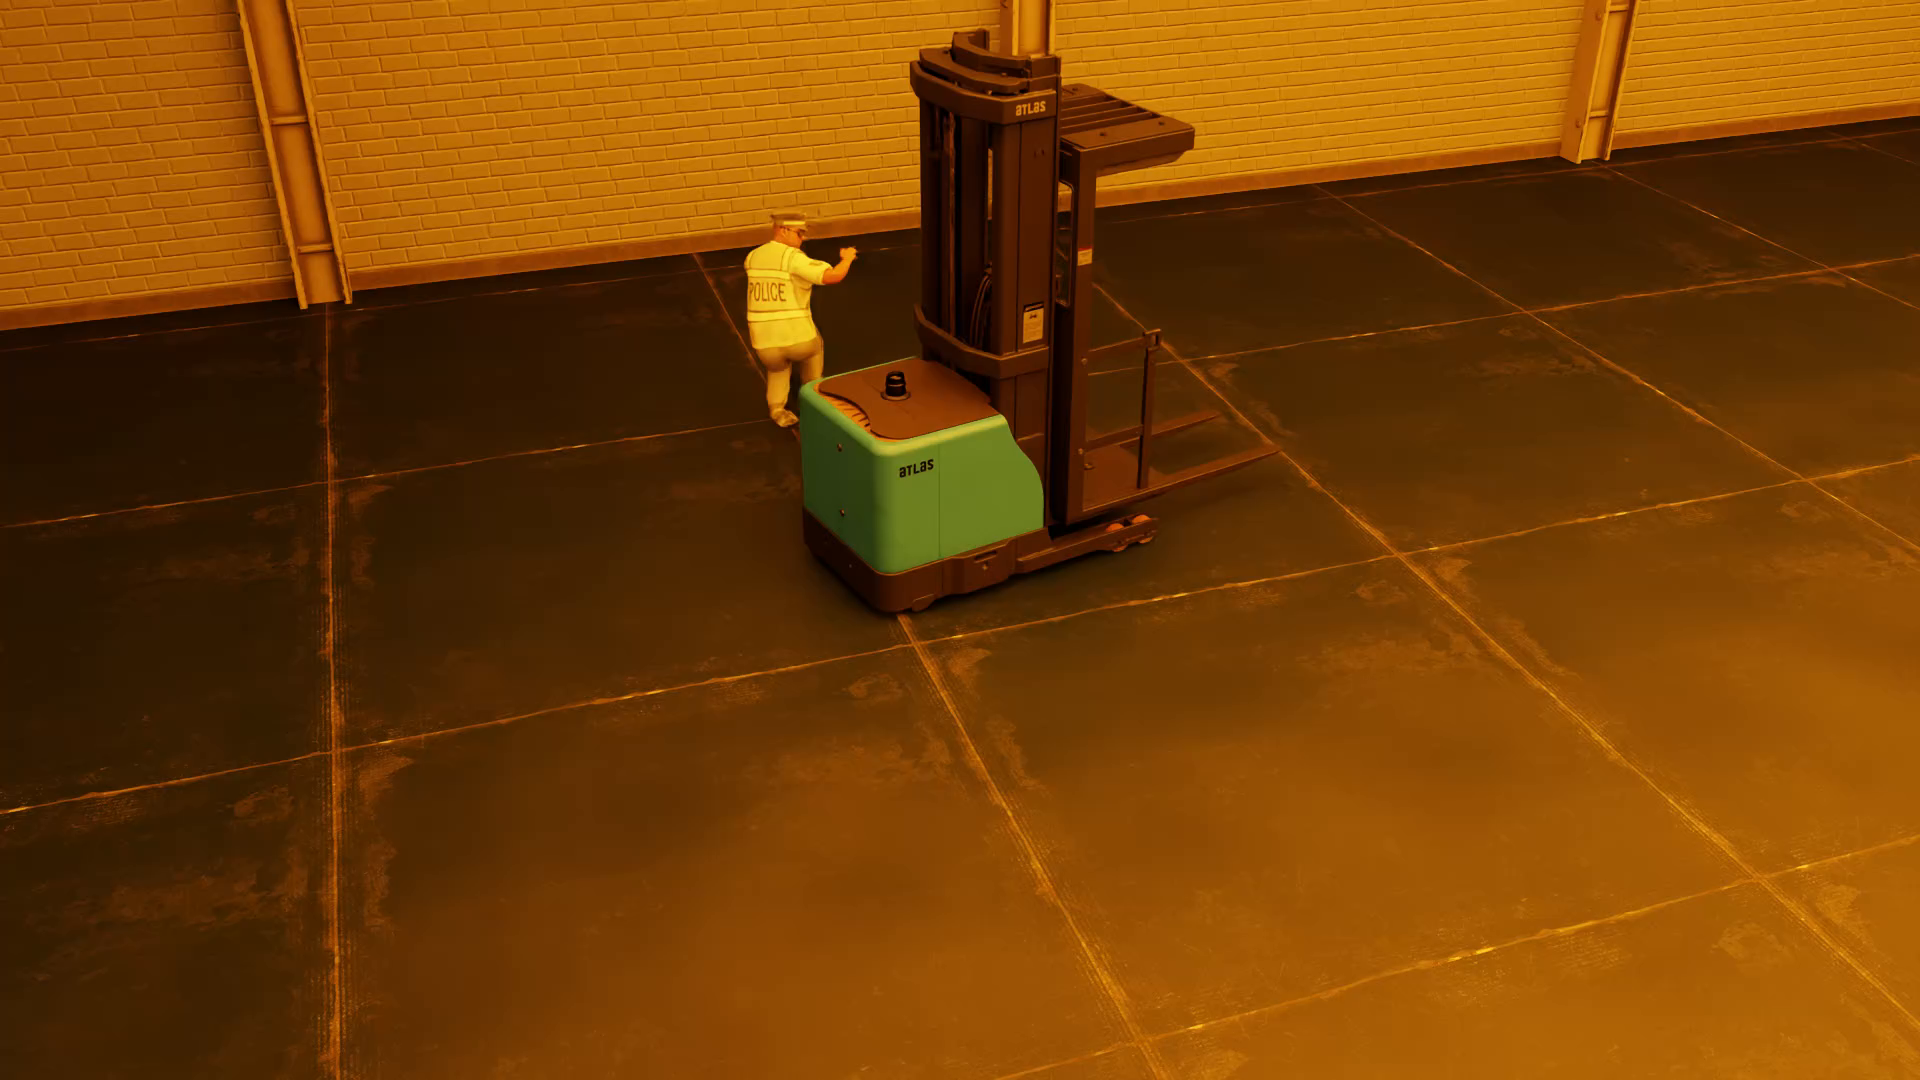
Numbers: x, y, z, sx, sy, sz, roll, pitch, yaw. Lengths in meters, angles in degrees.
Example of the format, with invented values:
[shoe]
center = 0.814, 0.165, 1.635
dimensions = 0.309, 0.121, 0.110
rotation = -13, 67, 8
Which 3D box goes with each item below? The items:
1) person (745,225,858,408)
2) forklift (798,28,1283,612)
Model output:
[person]
center = -15961.150, -23635.885, 41087.434
dimensions = 50184.077, 2.636, 86510.456
rotation = 6, 30, 10
[forklift]
center = 0.595, -1.408, 9.534
dimensions = 3.031, 2.935, 1.130
rotation = -17, 34, -27
